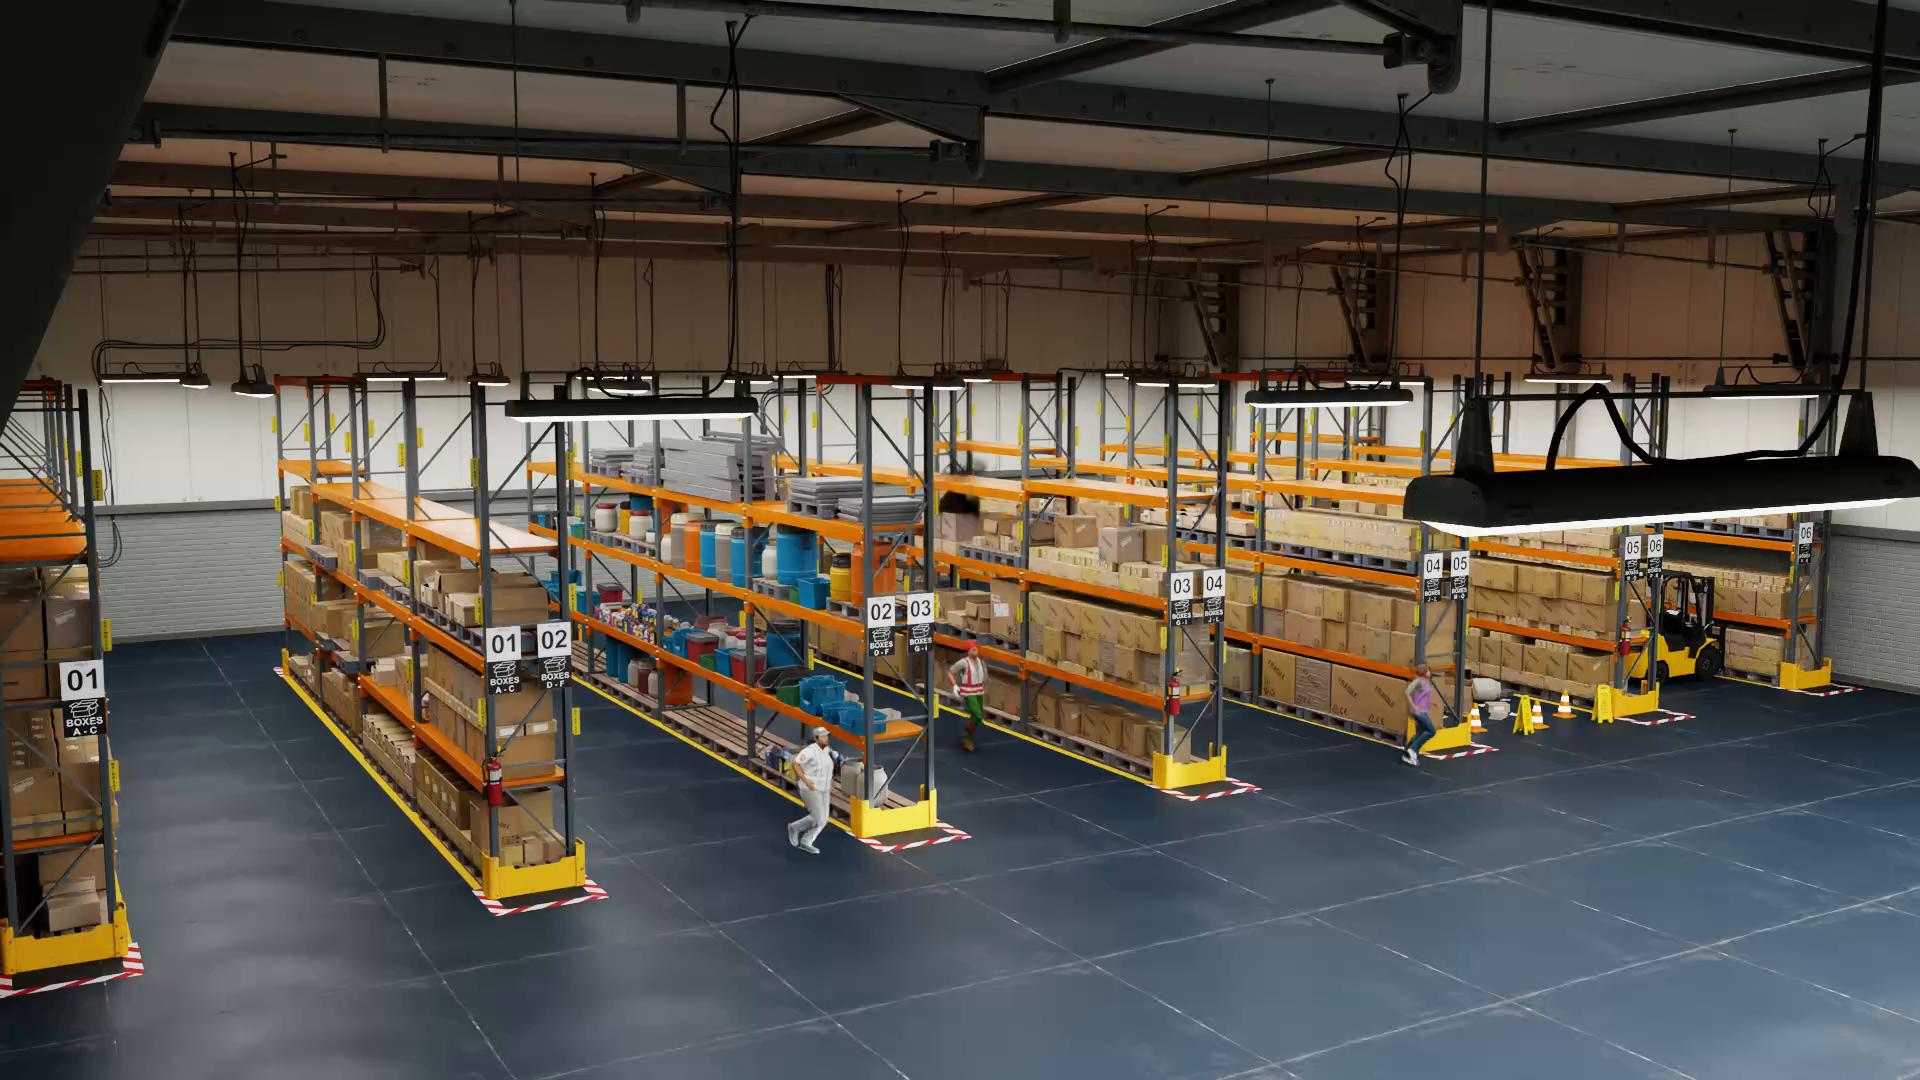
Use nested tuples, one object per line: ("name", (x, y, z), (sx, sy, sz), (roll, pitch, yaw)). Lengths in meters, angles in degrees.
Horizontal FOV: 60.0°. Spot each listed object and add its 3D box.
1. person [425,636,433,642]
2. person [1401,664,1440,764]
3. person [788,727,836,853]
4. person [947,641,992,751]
("person", (-9.915, 1.988, 31.899), (0.662, 1.793, 0.733), (-5, 8, -38))
("person", (7.218, 2.716, 26.011), (0.553, 1.559, 0.542), (3, 7, 26))
("person", (-1.859, 3.200, 21.417), (0.526, 1.608, 0.614), (4, 7, 32))
("person", (0.221, 2.512, 26.799), (0.641, 1.775, 0.690), (-6, 9, -43))
